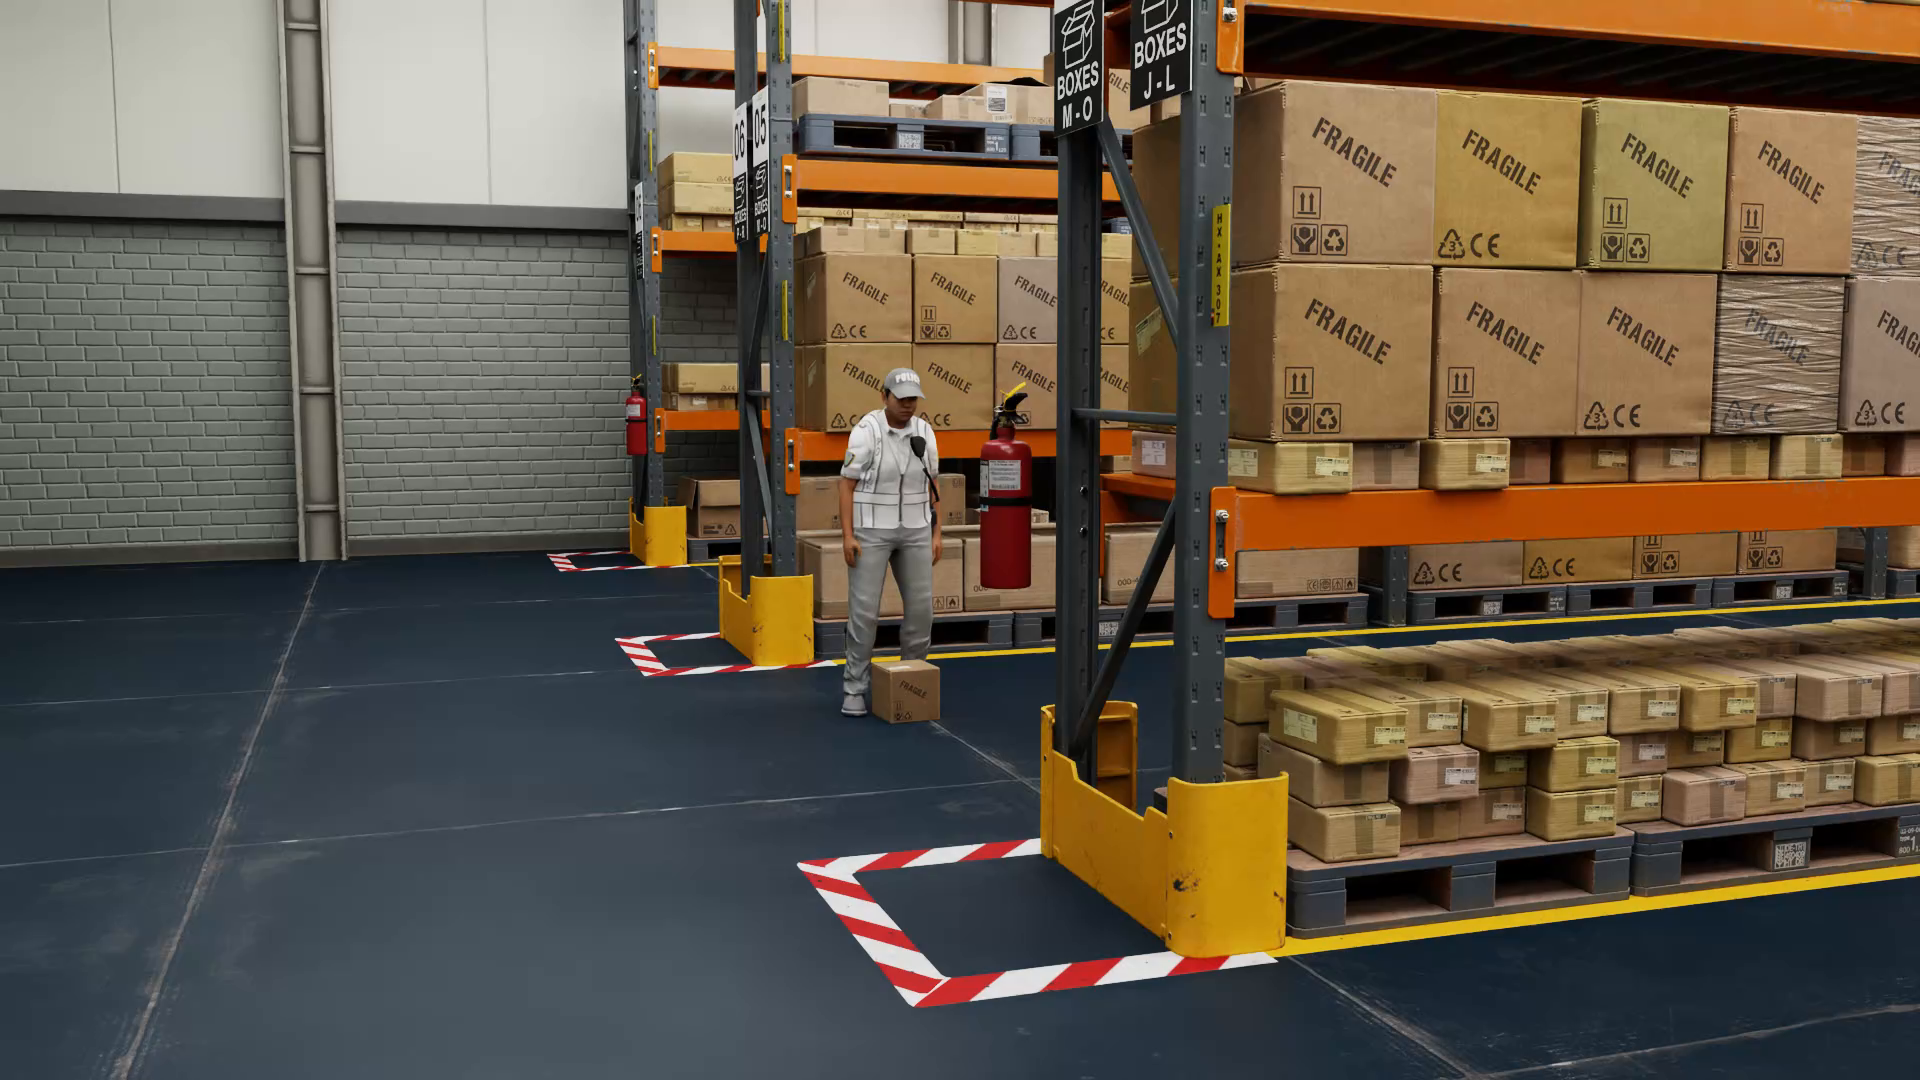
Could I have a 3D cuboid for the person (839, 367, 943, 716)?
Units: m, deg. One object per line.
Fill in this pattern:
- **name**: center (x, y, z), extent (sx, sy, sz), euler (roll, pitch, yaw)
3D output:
- **person**: center (-0.335, -0.003, 8.072), extent (0.554, 1.665, 0.468), euler (-2, 6, -22)
